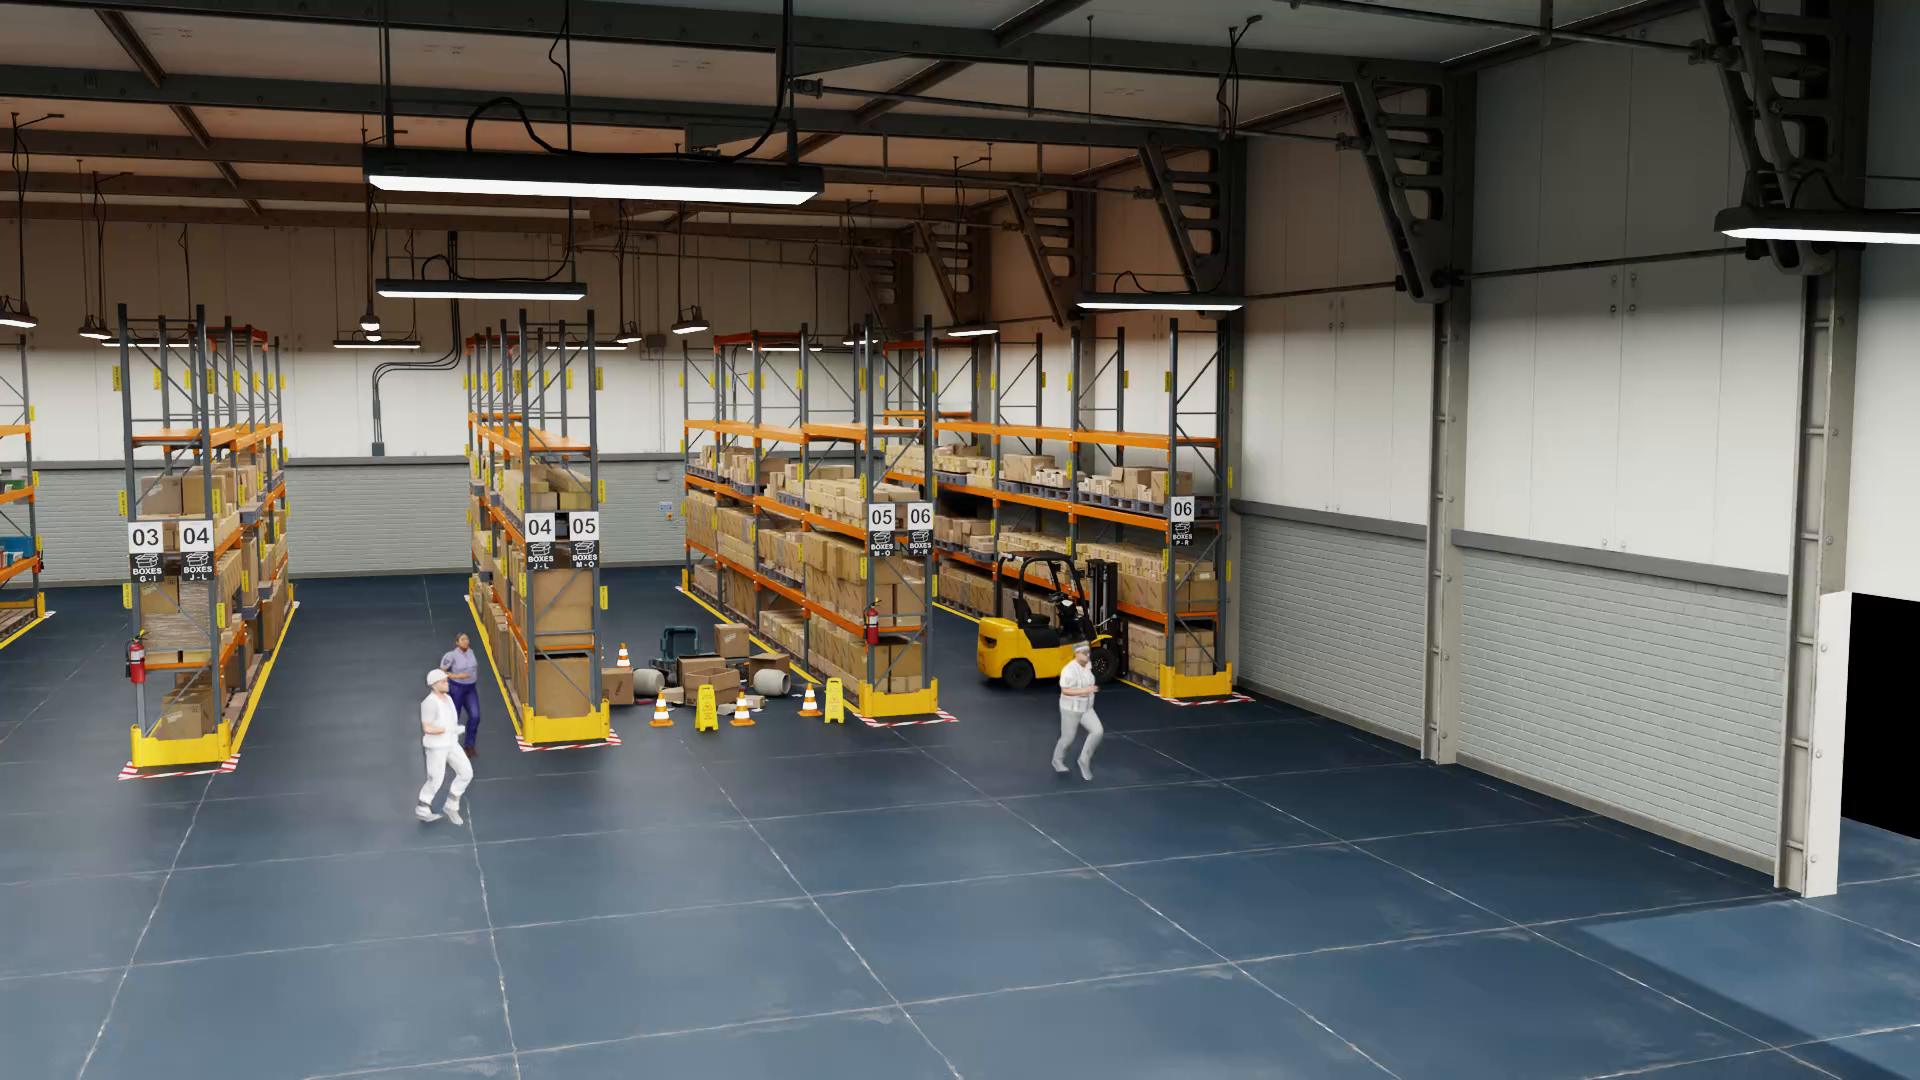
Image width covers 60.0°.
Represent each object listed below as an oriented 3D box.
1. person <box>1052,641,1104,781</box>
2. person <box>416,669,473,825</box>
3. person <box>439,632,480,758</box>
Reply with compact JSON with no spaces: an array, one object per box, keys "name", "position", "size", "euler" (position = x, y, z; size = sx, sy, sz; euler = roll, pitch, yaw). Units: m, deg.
[{"name":"person","position":[1.480,2.143,21.009],"size":[0.689,1.805,0.853],"euler":[-5,7,-42]},{"name":"person","position":[-5.814,2.349,18.713],"size":[0.733,1.814,0.628],"euler":[2,6,17]},{"name":"person","position":[-6.739,2.084,22.388],"size":[0.749,1.706,0.640],"euler":[4,7,39]}]
